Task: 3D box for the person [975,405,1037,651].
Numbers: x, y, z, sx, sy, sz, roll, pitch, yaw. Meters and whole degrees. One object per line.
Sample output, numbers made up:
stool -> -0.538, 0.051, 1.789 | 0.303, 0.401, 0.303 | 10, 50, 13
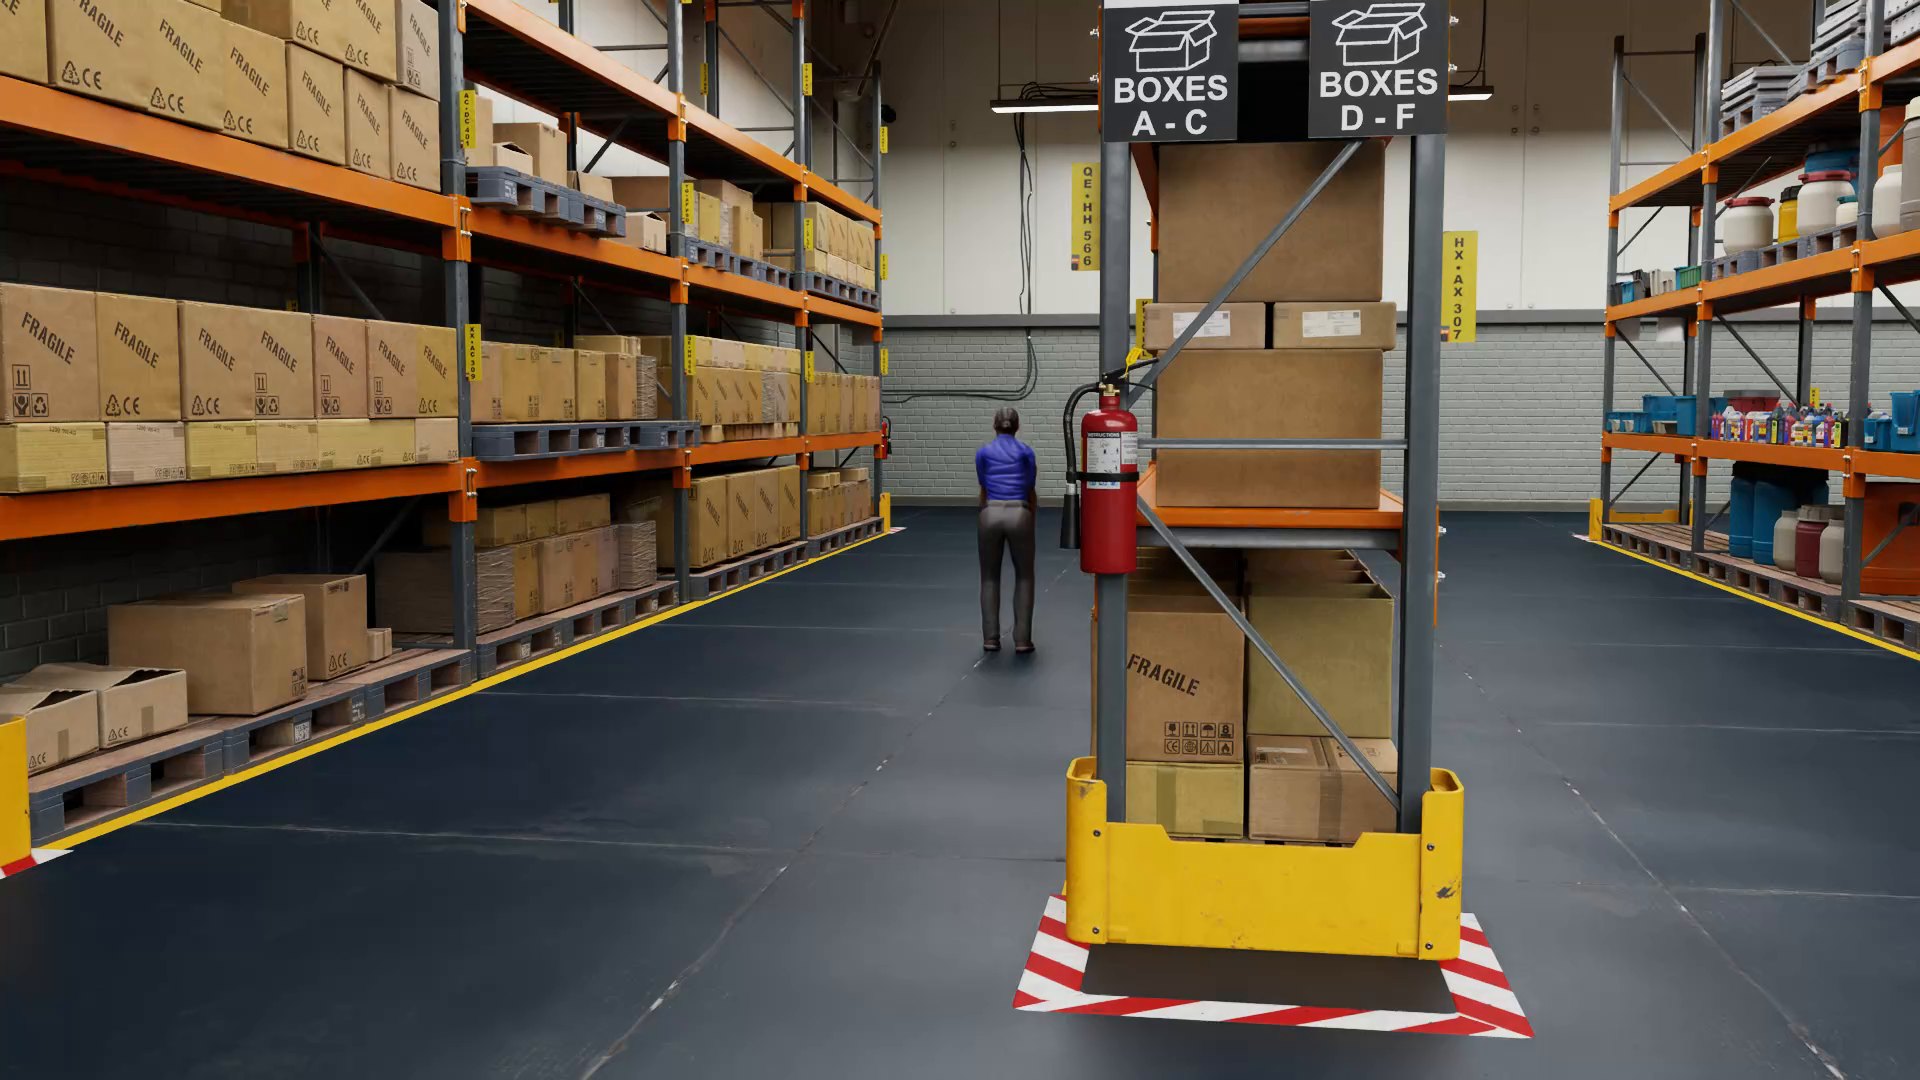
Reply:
person -> 0.310, -0.081, 11.128 | 0.410, 1.637, 0.533 | 1, 5, 8
